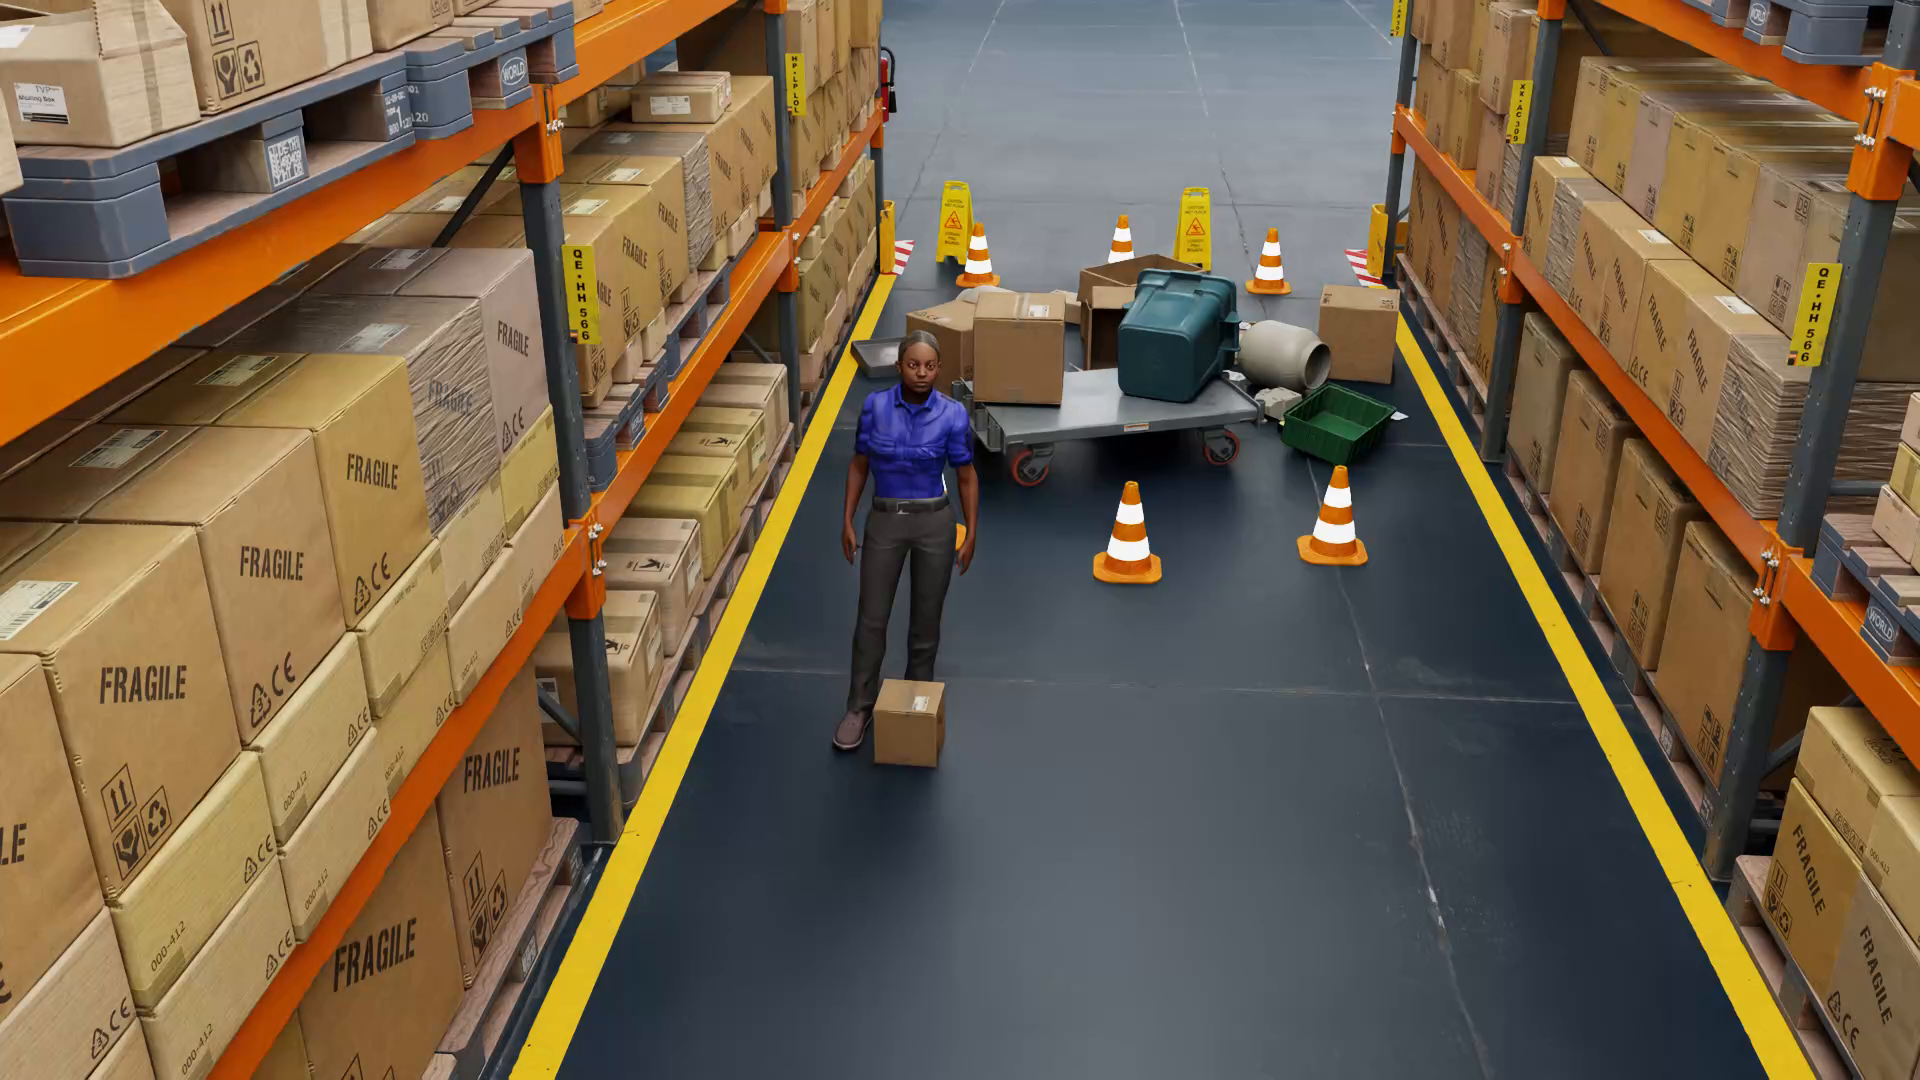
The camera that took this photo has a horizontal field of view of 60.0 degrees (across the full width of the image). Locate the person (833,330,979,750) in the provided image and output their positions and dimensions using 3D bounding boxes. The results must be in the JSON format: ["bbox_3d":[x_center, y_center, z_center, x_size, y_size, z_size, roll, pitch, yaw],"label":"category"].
[{"bbox_3d":[-0.218,0.009,6.572,0.570,1.654,0.504,2,25,4],"label":"person"}]
